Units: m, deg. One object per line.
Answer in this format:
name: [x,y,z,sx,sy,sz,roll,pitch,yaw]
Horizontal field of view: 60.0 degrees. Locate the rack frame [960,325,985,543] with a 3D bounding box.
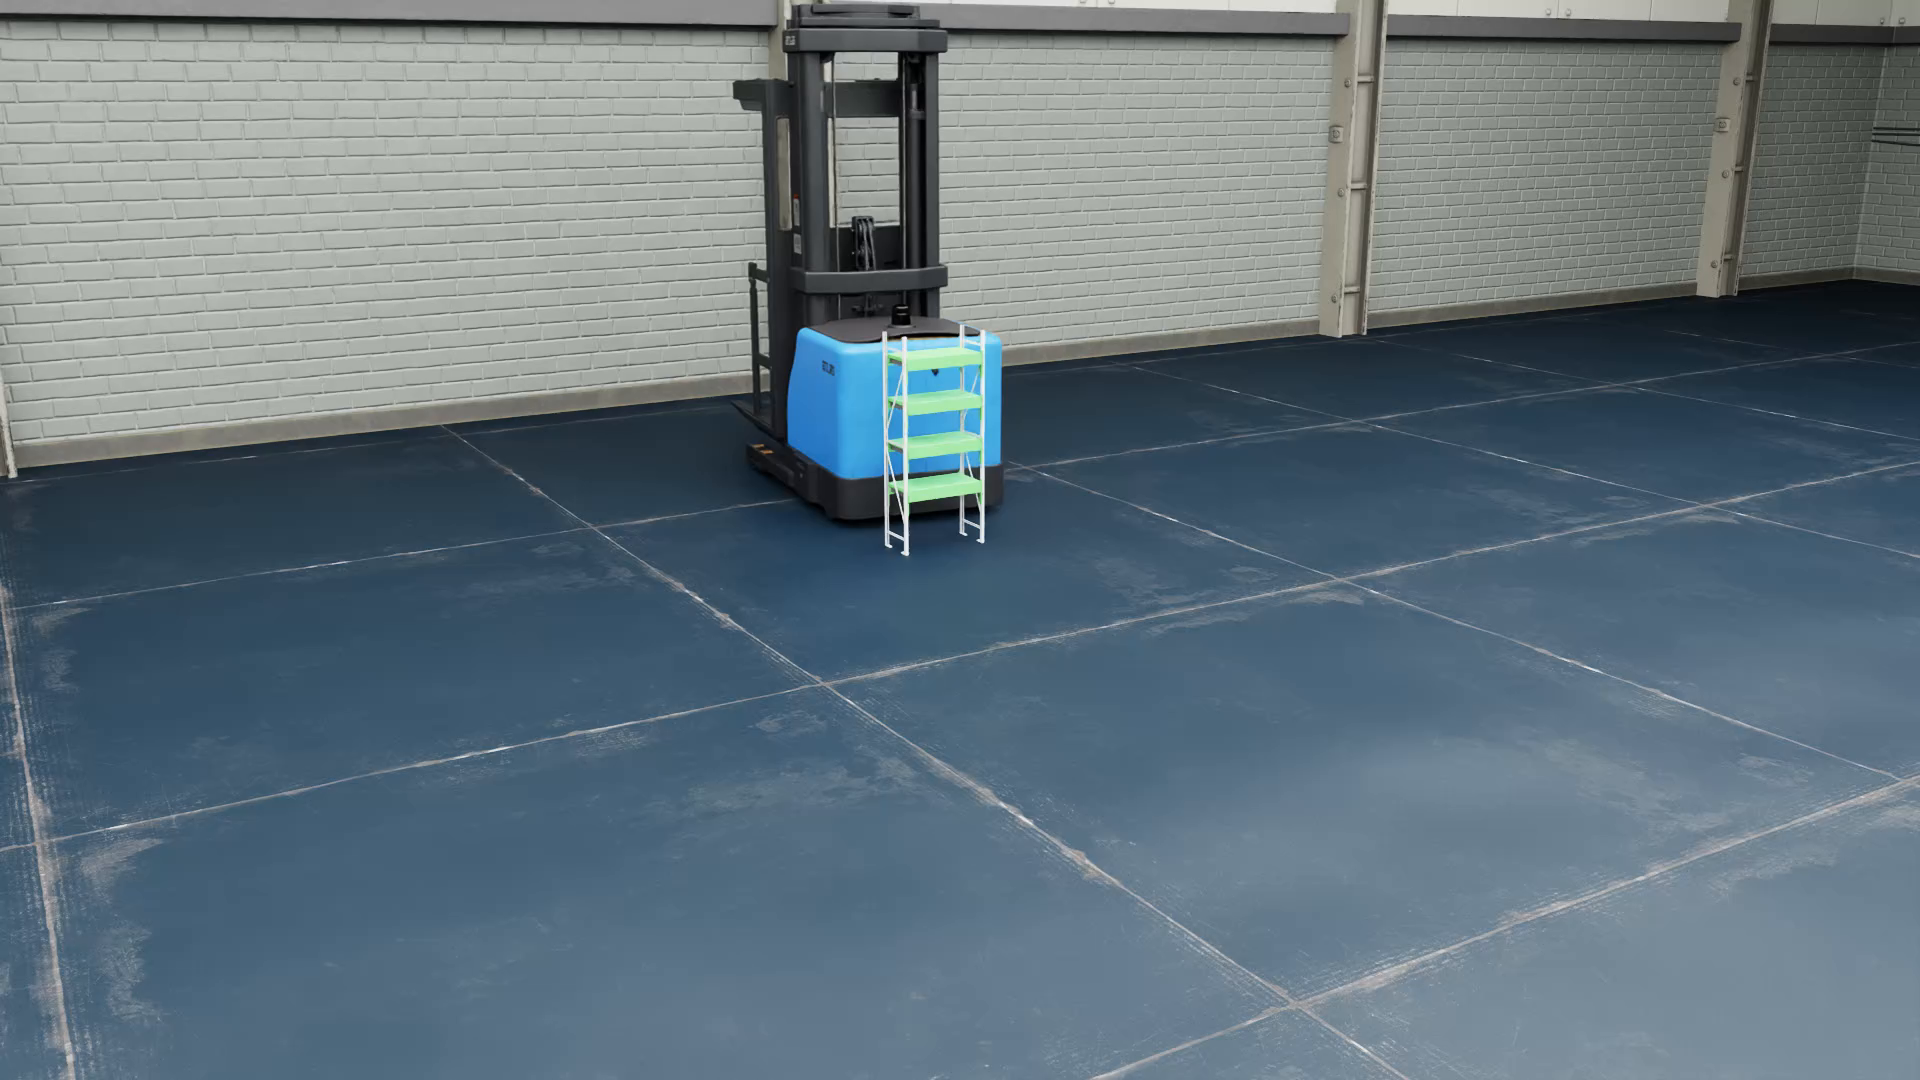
rack frame: [0.067,-0.589,9.287,0.015,1.200,0.240,-9,18,-30]

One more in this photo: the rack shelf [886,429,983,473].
rack shelf: [-0.142,-0.493,9.183,0.480,0.148,0.258,-9,18,-30]

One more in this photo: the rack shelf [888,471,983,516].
rack shelf: [-0.142,-0.262,9.248,0.480,0.148,0.258,-9,18,-30]

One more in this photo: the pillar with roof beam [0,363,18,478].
pillar with roof beam: [-4.198,-3.759,6.146,0.400,9.000,9.100,-9,18,-30]

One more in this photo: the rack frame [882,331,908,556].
rack frame: [-0.351,-0.521,9.045,0.015,1.200,0.240,-9,18,-30]

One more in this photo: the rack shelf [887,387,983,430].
rack shelf: [-0.142,-0.724,9.118,0.480,0.148,0.258,-9,18,-30]

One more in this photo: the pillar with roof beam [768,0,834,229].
pillar with roof beam: [0.945,-4.593,9.122,0.400,9.000,9.100,-9,18,-30]

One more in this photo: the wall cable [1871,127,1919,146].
wall cable: [12.221,-5.865,19.414,0.112,2.526,3.097,-9,18,-30]

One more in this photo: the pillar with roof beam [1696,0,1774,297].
pillar with roof beam: [11.231,-6.261,15.072,0.400,9.000,9.100,-9,18,-30]

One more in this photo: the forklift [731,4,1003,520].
forklift: [-0.783,-1.880,10.687,1.130,2.935,3.031,-7,17,-22]

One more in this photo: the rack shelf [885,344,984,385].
rack shelf: [-0.142,-0.955,9.053,0.480,0.148,0.258,-9,18,-30]

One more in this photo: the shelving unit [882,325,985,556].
shelving unit: [-0.142,-0.555,9.166,0.503,1.200,0.258,-9,18,-30]

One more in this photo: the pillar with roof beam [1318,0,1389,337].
pillar with roof beam: [6.088,-5.427,12.097,0.400,9.000,9.100,-9,18,-30]
